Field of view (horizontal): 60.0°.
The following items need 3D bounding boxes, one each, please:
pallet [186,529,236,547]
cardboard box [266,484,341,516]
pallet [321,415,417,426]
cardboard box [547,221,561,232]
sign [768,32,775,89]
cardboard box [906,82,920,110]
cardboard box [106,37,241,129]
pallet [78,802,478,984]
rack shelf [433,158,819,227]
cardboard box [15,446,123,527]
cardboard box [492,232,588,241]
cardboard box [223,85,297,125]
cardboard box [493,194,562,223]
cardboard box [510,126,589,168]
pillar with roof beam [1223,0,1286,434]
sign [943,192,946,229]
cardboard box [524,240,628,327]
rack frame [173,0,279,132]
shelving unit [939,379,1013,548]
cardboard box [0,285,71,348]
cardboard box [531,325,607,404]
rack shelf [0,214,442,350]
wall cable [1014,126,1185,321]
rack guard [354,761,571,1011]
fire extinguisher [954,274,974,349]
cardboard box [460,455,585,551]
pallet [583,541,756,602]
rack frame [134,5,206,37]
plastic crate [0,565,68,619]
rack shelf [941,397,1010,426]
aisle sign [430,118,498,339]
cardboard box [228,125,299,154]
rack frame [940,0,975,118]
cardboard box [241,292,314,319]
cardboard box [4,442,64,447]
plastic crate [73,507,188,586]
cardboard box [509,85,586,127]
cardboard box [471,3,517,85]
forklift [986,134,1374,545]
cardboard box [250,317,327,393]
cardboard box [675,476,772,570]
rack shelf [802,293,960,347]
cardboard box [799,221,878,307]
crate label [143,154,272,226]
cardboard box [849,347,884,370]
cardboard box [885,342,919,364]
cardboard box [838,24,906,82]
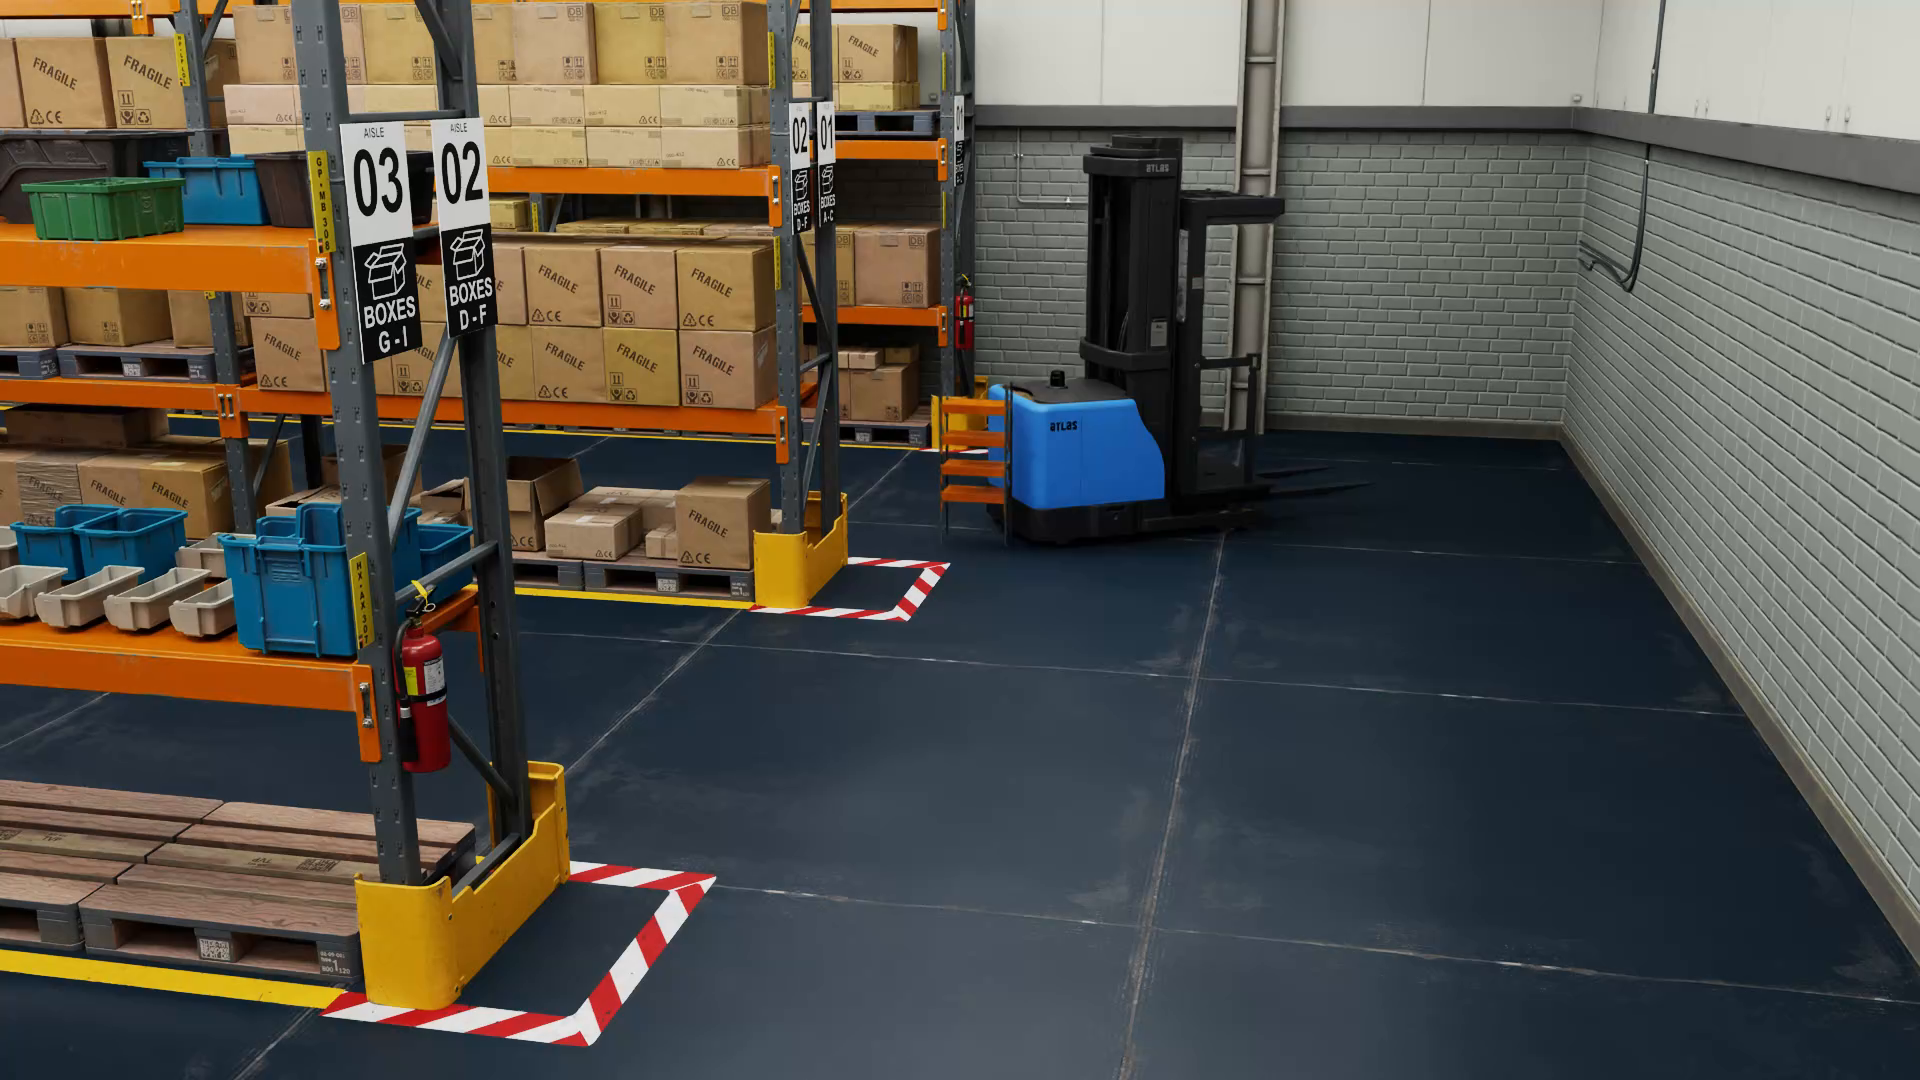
[{"bbox_3d":[-5.724,-0.051,12.282,1.213,0.211,1.003,3,16,11],"label":"pallet"},{"bbox_3d":[-4.552,-0.199,11.804,0.500,0.311,0.500,3,16,11],"label":"cardboard box"},{"bbox_3d":[-5.907,-1.400,17.149,1.213,0.211,1.003,3,16,11],"label":"pallet"},{"bbox_3d":[-4.337,-2.949,16.739,0.500,0.500,0.500,3,16,9],"label":"cardboard box"},{"bbox_3d":[-1.130,-2.877,9.982,0.005,0.325,0.100,3,16,11],"label":"sign"},{"bbox_3d":[-0.683,-4.172,15.622,0.500,0.250,0.500,4,16,14],"label":"cardboard box"},{"bbox_3d":[-5.399,-3.152,11.472,0.600,0.600,0.600,2,16,6],"label":"cardboard box"},{"bbox_3d":[-2.791,1.436,6.911,1.213,0.211,1.003,3,16,11],"label":"pallet"},{"bbox_3d":[-2.960,-2.354,11.101,4.000,0.370,1.077,3,16,11],"label":"rack shelf"},{"bbox_3d":[-6.435,-0.376,12.088,0.500,0.500,0.500,3,16,12],"label":"cardboard box"},{"bbox_3d":[-2.883,-1.852,11.499,0.500,0.500,0.500,3,16,11],"label":"cardboard box"},{"bbox_3d":[-4.493,-2.885,11.014,0.500,0.250,0.500,3,16,11],"label":"cardboard box"},{"bbox_3d":[-4.335,-3.313,16.647,0.500,0.250,0.500,4,16,13],"label":"cardboard box"},{"bbox_3d":[-2.536,-2.533,10.680,0.500,0.250,0.500,3,16,11],"label":"cardboard box"},{"bbox_3d":[1.944,-4.293,11.132,0.400,9.000,9.100,3,16,11],"label":"pillar with roof beam"},{"bbox_3d":[-0.138,-2.976,15.004,0.005,0.325,0.100,3,16,11],"label":"sign"},{"bbox_3d":[-2.495,-1.684,10.891,0.500,0.500,0.500,4,16,13],"label":"cardboard box"},{"bbox_3d":[-4.920,-4.253,10.988,0.127,3.000,1.000,3,16,11],"label":"rack frame"},{"bbox_3d":[0.119,-0.565,12.285,0.503,1.200,0.258,3,16,11],"label":"shelving unit"},{"bbox_3d":[-6.663,-1.690,12.001,0.500,0.500,0.700,-1,16,-3],"label":"cardboard box"},{"bbox_3d":[-2.490,-1.204,11.034,0.500,0.500,0.500,3,16,12],"label":"cardboard box"},{"bbox_3d":[-3.951,-1.059,6.423,4.000,0.370,1.077,3,16,11],"label":"rack shelf"},{"bbox_3d":[1.427,-3.114,16.212,1.851,1.984,0.084,3,16,11],"label":"wall cable"},{"bbox_3d":[-1.965,1.349,6.685,0.348,0.500,1.175,3,16,11],"label":"rack guard"},{"bbox_3d":[0.039,-2.099,15.295,0.183,0.674,0.296,3,16,11],"label":"fire extinguisher"},{"bbox_3d":[-3.078,-0.272,11.708,0.637,0.503,0.797,3,16,11],"label":"cardboard box"},{"bbox_3d":[-1.856,0.149,11.560,1.213,0.211,1.003,3,16,11],"label":"pallet"},{"bbox_3d":[-7.856,-5.762,16.435,0.127,3.000,1.000,3,16,11],"label":"rack frame"},{"bbox_3d":[-3.679,0.210,6.496,0.250,0.136,0.298,3,16,11],"label":"plastic crate"},{"bbox_3d":[0.119,-0.944,12.180,0.480,0.148,0.258,3,16,11],"label":"rack shelf"},{"bbox_3d":[-1.861,-1.180,6.263,0.004,0.787,0.394,3,16,11],"label":"aisle sign"},{"bbox_3d":[-4.493,-2.644,11.082,0.500,0.250,0.500,3,16,11],"label":"cardboard box"},{"bbox_3d":[-0.017,-5.336,14.899,0.127,3.000,1.000,3,16,11],"label":"rack frame"},{"bbox_3d":[-4.514,-1.793,11.286,0.500,0.500,0.500,4,16,13],"label":"cardboard box"},{"bbox_3d":[-6.854,-0.540,12.680,0.500,0.500,0.500,3,16,9],"label":"cardboard box"},{"bbox_3d":[-3.457,0.029,6.969,0.300,0.233,0.416,3,16,11],"label":"plastic crate"},{"bbox_3d":[-2.533,-2.778,10.627,0.500,0.250,0.500,3,16,11],"label":"cardboard box"},{"bbox_3d":[-2.962,-3.246,10.912,0.500,0.500,0.700,3,16,11],"label":"cardboard box"},{"bbox_3d":[1.778,-1.596,12.762,3.031,2.935,1.130,-6,16,-20],"label":"forklift"},{"bbox_3d":[-4.475,-1.312,11.421,0.500,0.500,0.500,4,16,13],"label":"cardboard box"},{"bbox_3d":[-1.582,-0.121,11.168,0.500,0.500,0.500,3,16,11],"label":"cardboard box"},{"bbox_3d":[-1.976,-2.205,16.180,4.000,0.370,1.077,3,16,11],"label":"rack shelf"},{"bbox_3d":[-1.233,-2.650,15.877,0.700,0.700,0.980,3,16,11],"label":"cardboard box"},{"bbox_3d":[-2.830,-1.361,6.446,0.502,0.251,0.408,3,16,11],"label":"crate label"},{"bbox_3d":[-0.885,-1.726,15.783,0.250,0.149,0.380,3,16,10],"label":"cardboard box"},{"bbox_3d":[-0.560,-1.812,16.096,0.250,0.149,0.380,3,16,11],"label":"cardboard box"},{"bbox_3d":[-0.788,-4.398,15.033,0.500,0.500,0.500,3,16,11],"label":"cardboard box"}]
